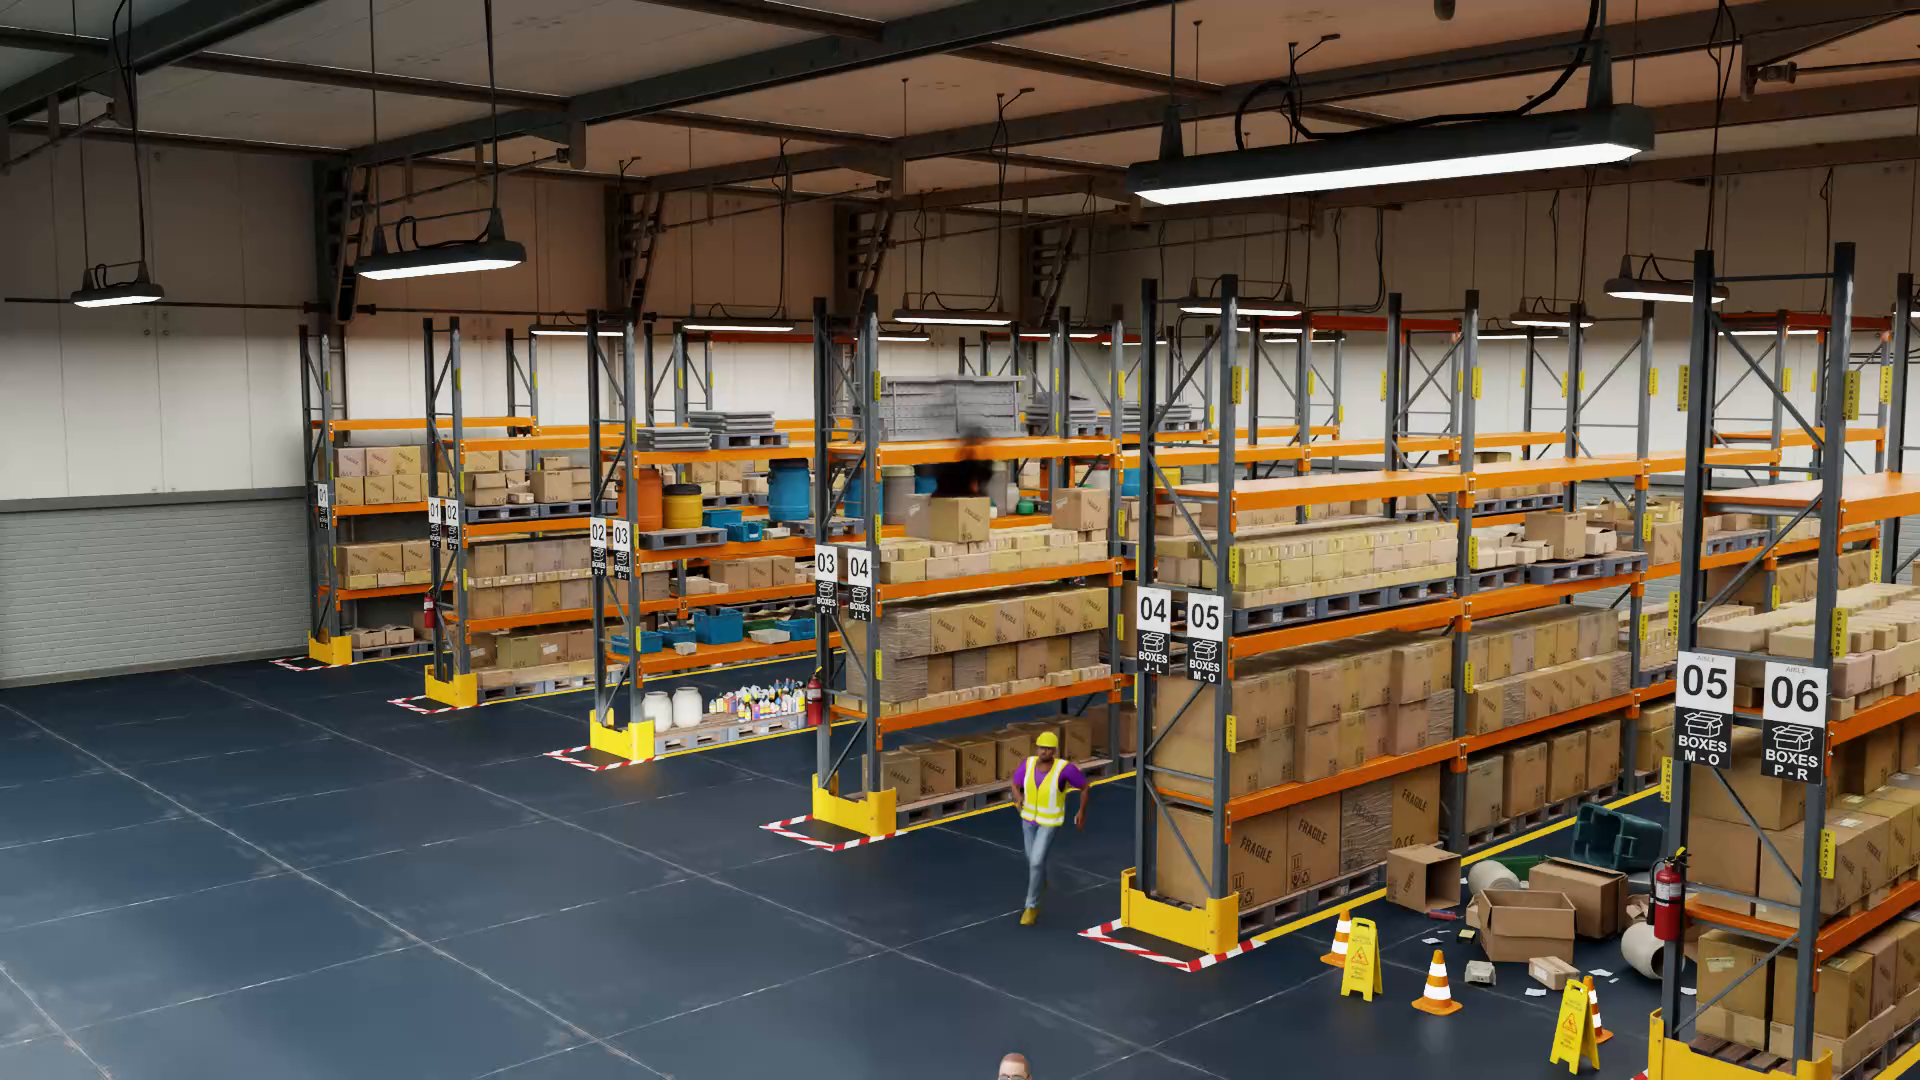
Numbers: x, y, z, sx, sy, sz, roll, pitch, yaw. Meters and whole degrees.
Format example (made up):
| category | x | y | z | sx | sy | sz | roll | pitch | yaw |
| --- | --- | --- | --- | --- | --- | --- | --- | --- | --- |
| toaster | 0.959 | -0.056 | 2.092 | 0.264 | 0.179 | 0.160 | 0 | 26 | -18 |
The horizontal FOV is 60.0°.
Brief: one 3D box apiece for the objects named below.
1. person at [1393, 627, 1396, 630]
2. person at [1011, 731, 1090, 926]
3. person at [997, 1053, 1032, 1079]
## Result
| category | x | y | z | sx | sy | sz | roll | pitch | yaw |
| --- | --- | --- | --- | --- | --- | --- | --- | --- | --- |
| person | 5.929 | 2.002 | 22.982 | 0.581 | 1.664 | 0.877 | 5 | 8 | 41 |
| person | 0.814 | 2.701 | 15.831 | 0.750 | 1.798 | 0.854 | 3 | 7 | 30 |
| person | 0.321 | 3.474 | 8.621 | 0.684 | 1.683 | 0.668 | 1 | 6 | 7 |
